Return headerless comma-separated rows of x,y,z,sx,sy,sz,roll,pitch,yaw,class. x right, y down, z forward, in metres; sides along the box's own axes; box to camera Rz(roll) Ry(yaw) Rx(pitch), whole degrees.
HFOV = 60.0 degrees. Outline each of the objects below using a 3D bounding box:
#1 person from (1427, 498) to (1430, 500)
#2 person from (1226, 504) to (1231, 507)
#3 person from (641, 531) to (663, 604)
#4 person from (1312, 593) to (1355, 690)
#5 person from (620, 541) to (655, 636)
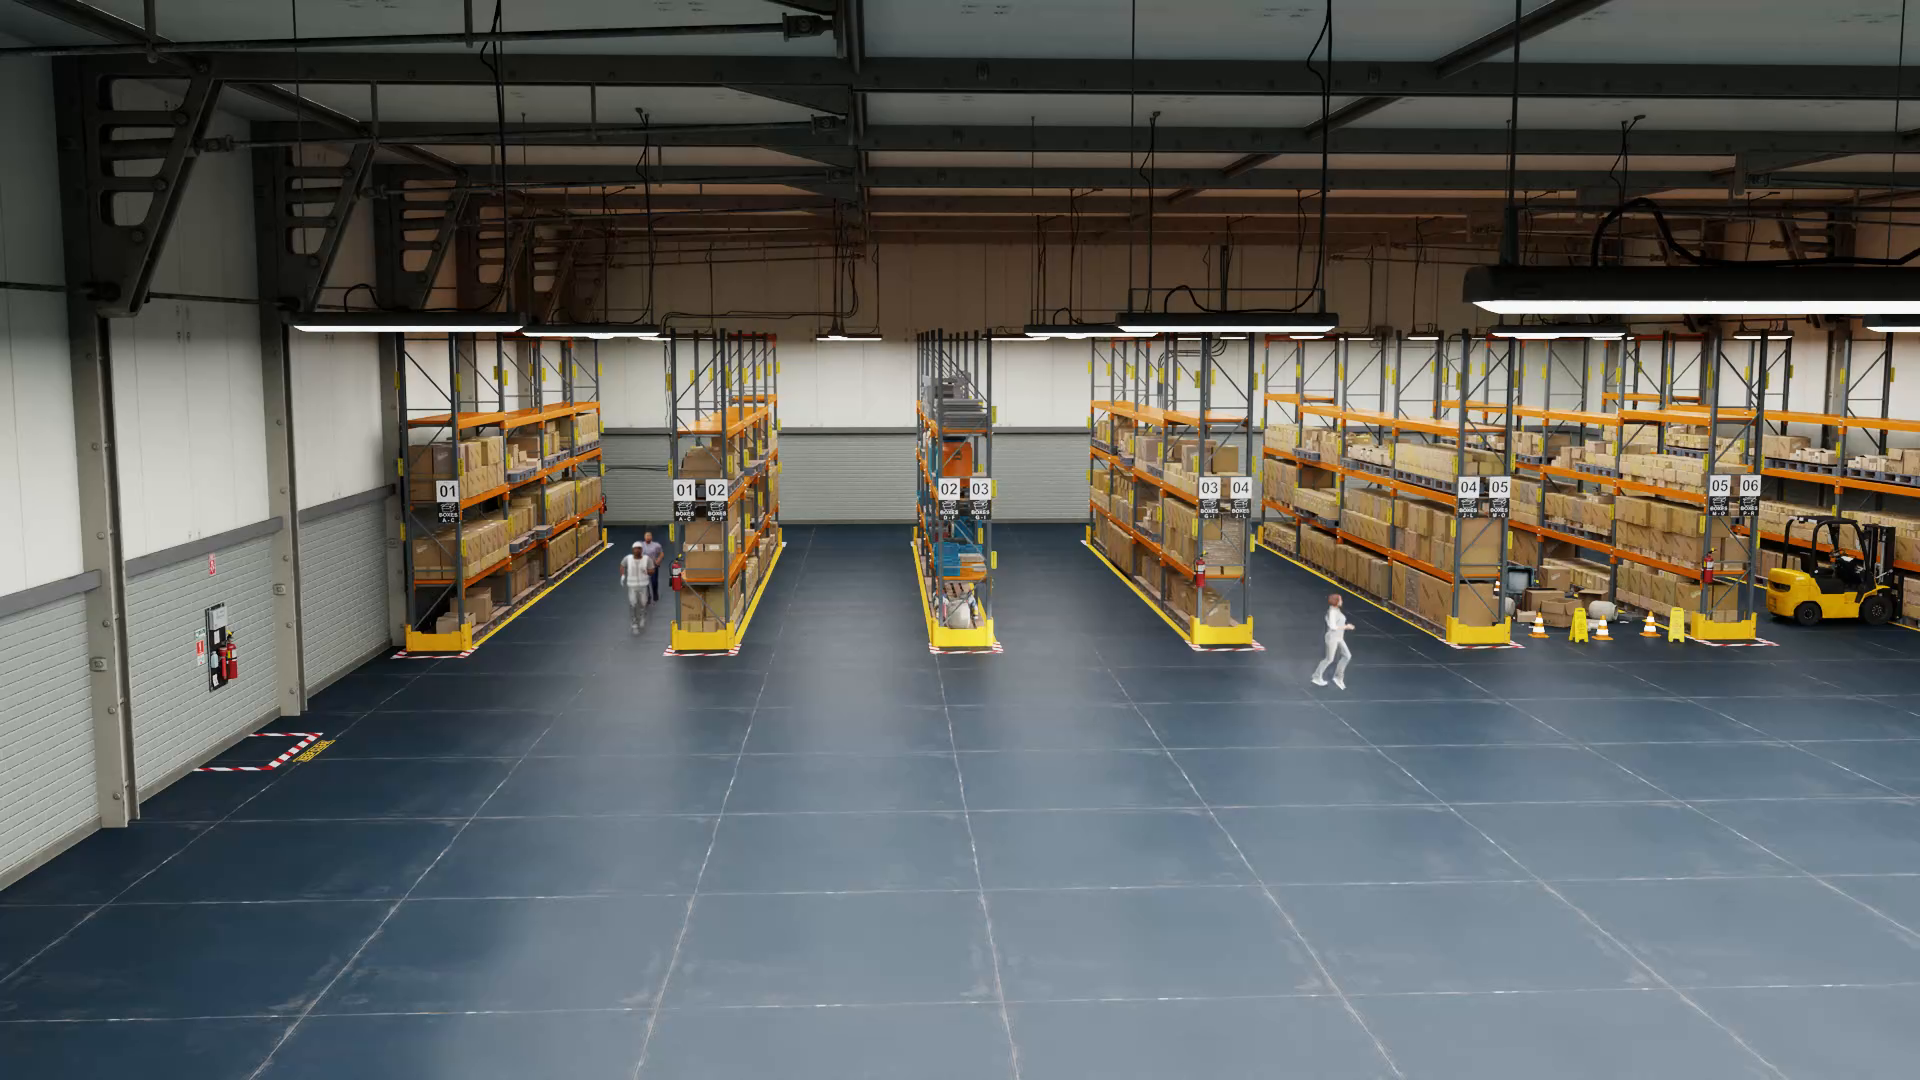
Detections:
14.210,-0.950,49.512,0.685,1.814,0.736,3,7,21,person
7.703,-0.847,48.173,0.927,1.769,0.703,-5,9,-38,person
-6.853,0.613,36.641,0.600,1.599,0.561,-1,7,-5,person
6.205,1.691,27.585,0.702,1.634,0.513,4,8,28,person
-6.390,0.931,33.020,0.671,1.819,0.897,-2,7,-15,person
